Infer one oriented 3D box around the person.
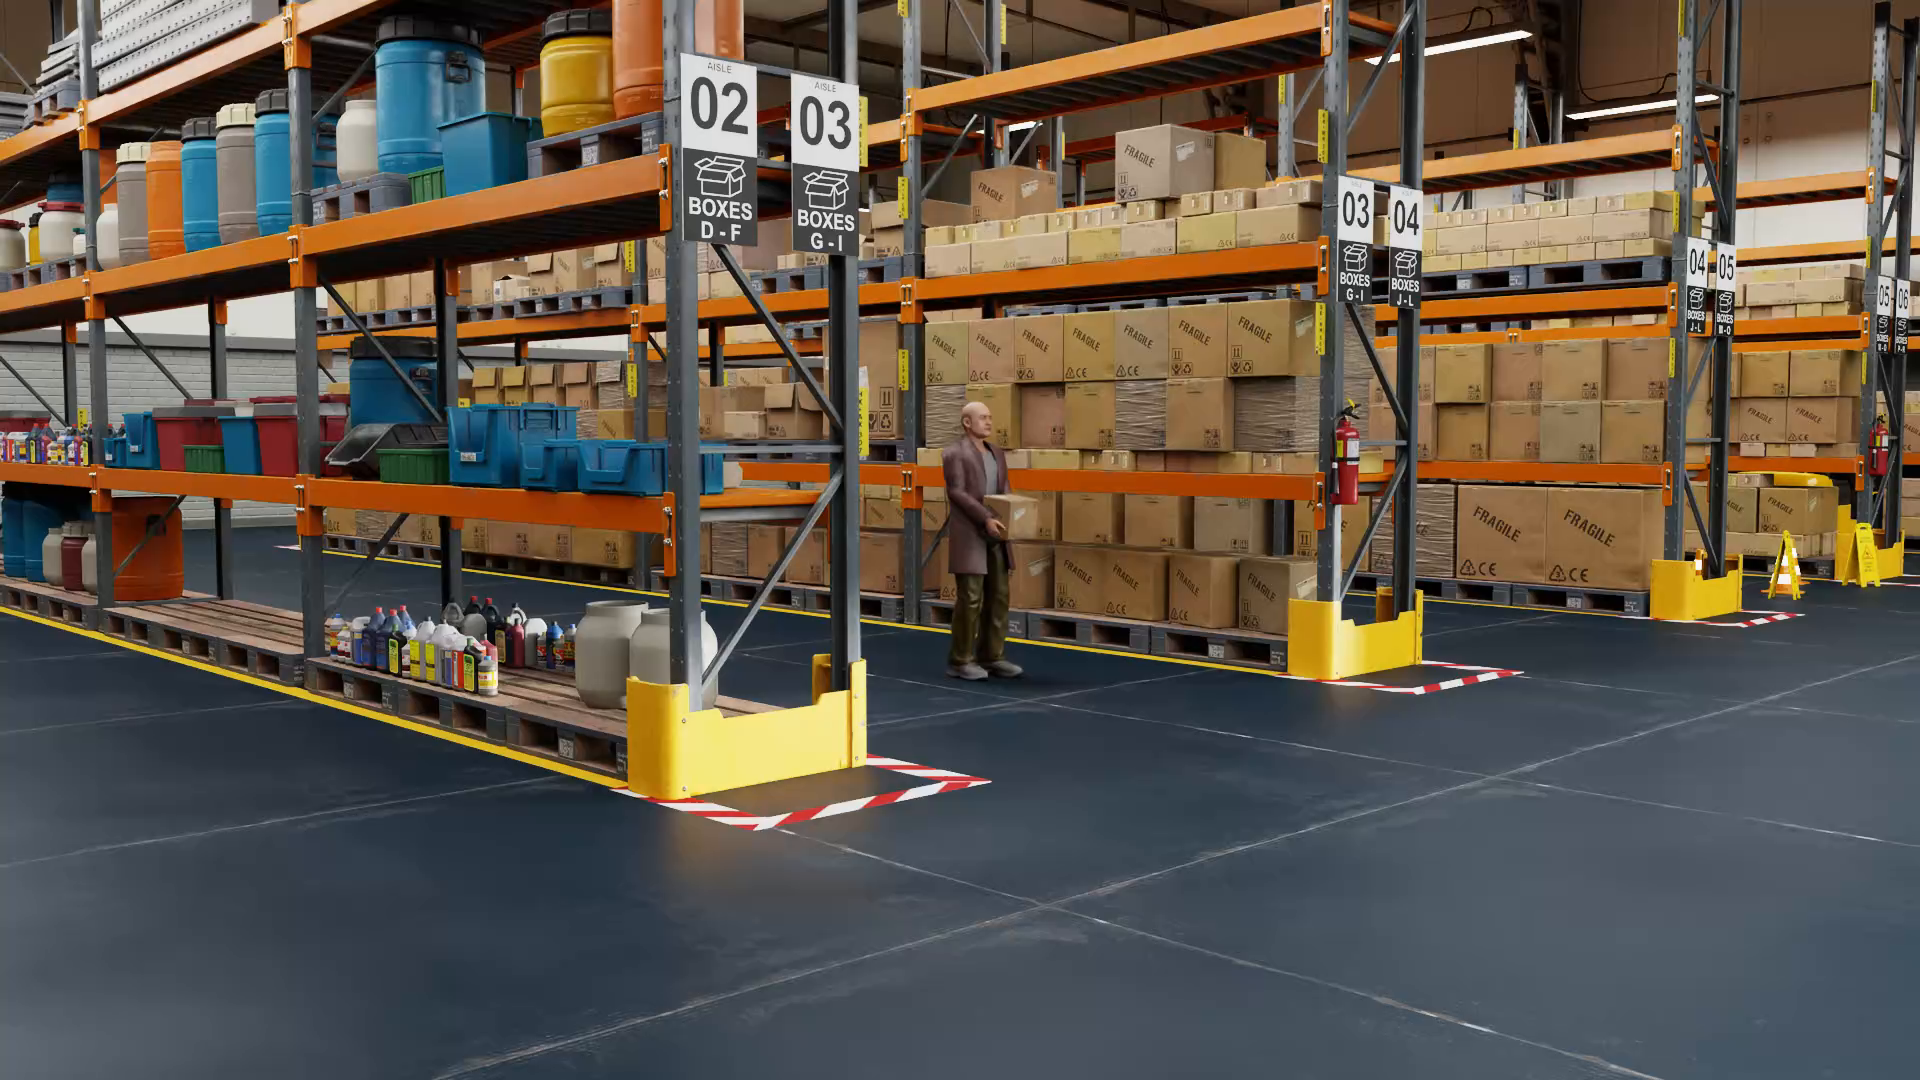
[{"bbox_3d":[0.194,0.000,10.691,0.542,1.779,0.541,-4,5,-44],"label":"person"}]
